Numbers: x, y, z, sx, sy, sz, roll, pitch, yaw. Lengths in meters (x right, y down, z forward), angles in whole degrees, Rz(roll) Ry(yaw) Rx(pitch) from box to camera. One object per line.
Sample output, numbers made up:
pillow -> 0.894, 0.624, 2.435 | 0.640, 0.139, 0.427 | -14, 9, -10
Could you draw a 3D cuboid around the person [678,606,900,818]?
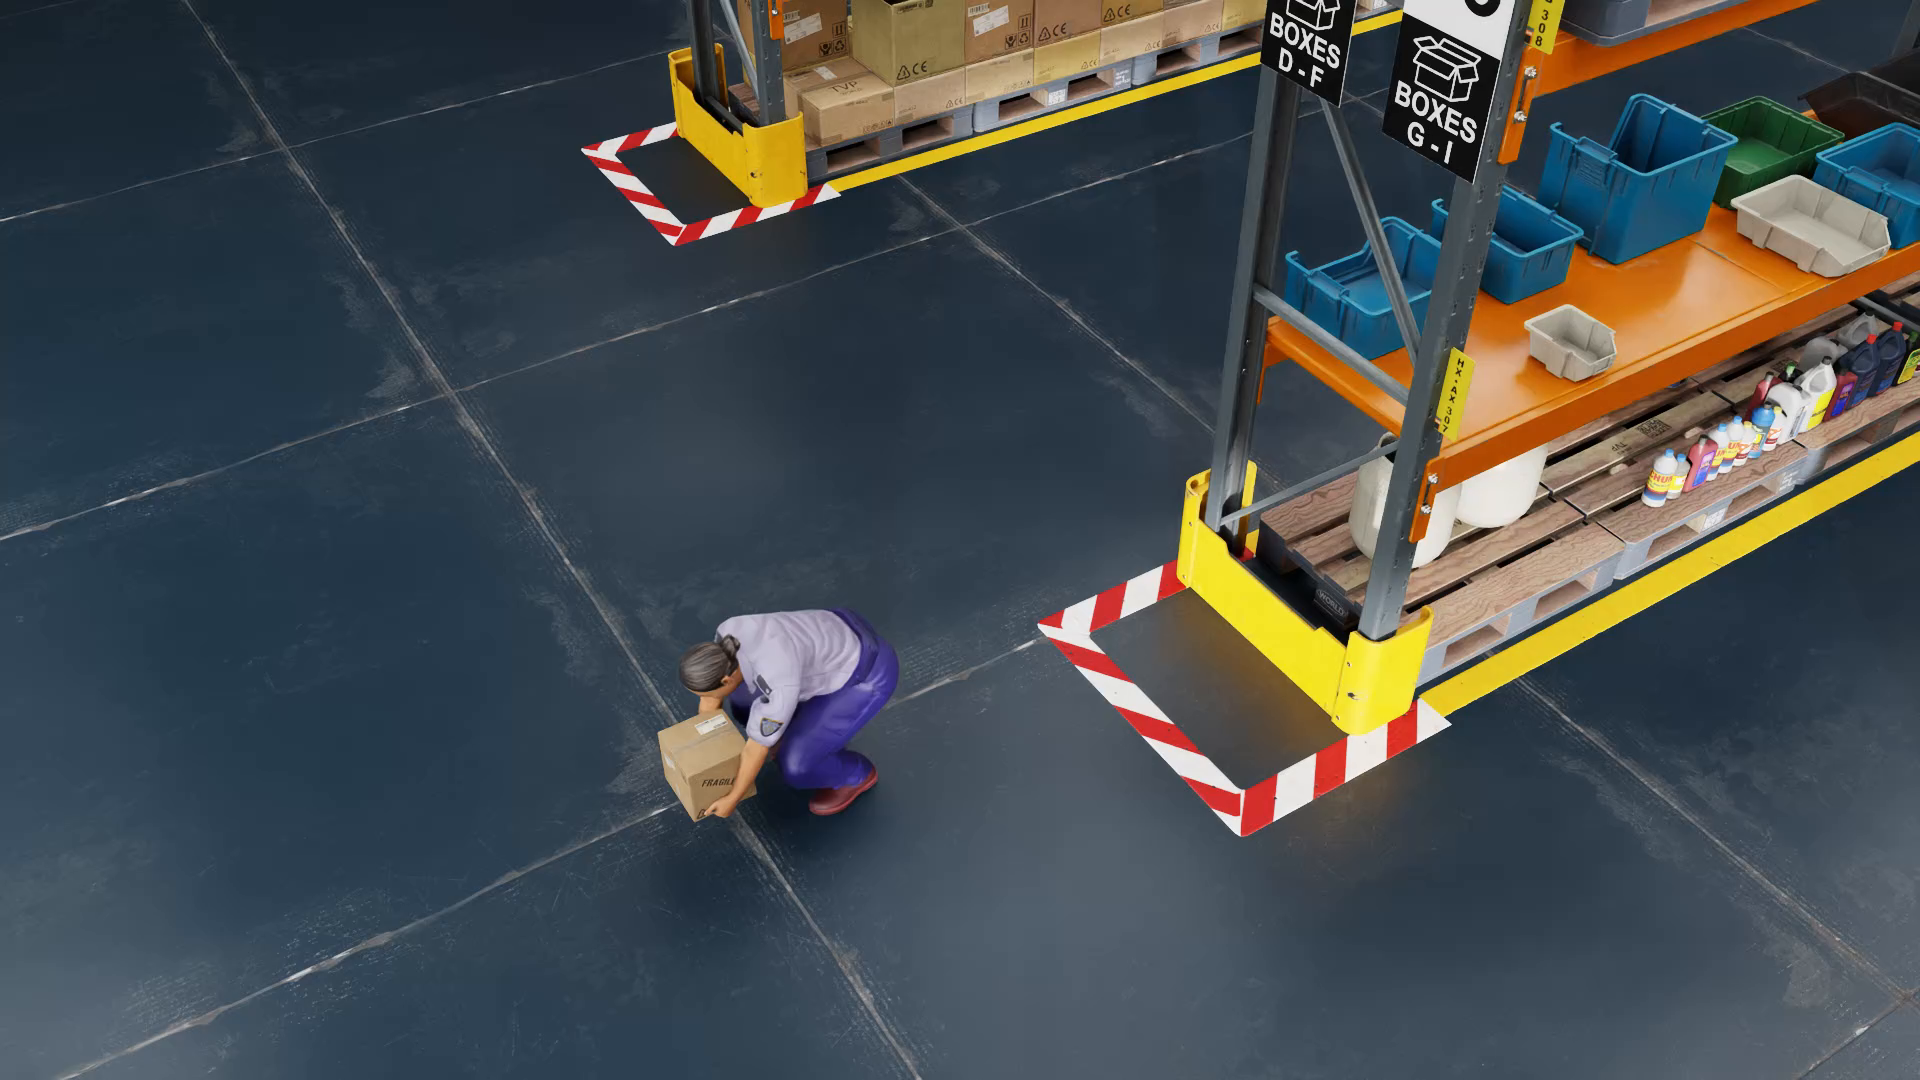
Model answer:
person -> -0.629, 0.585, 6.046 | 0.853, 0.940, 0.510 | -24, 46, -25
